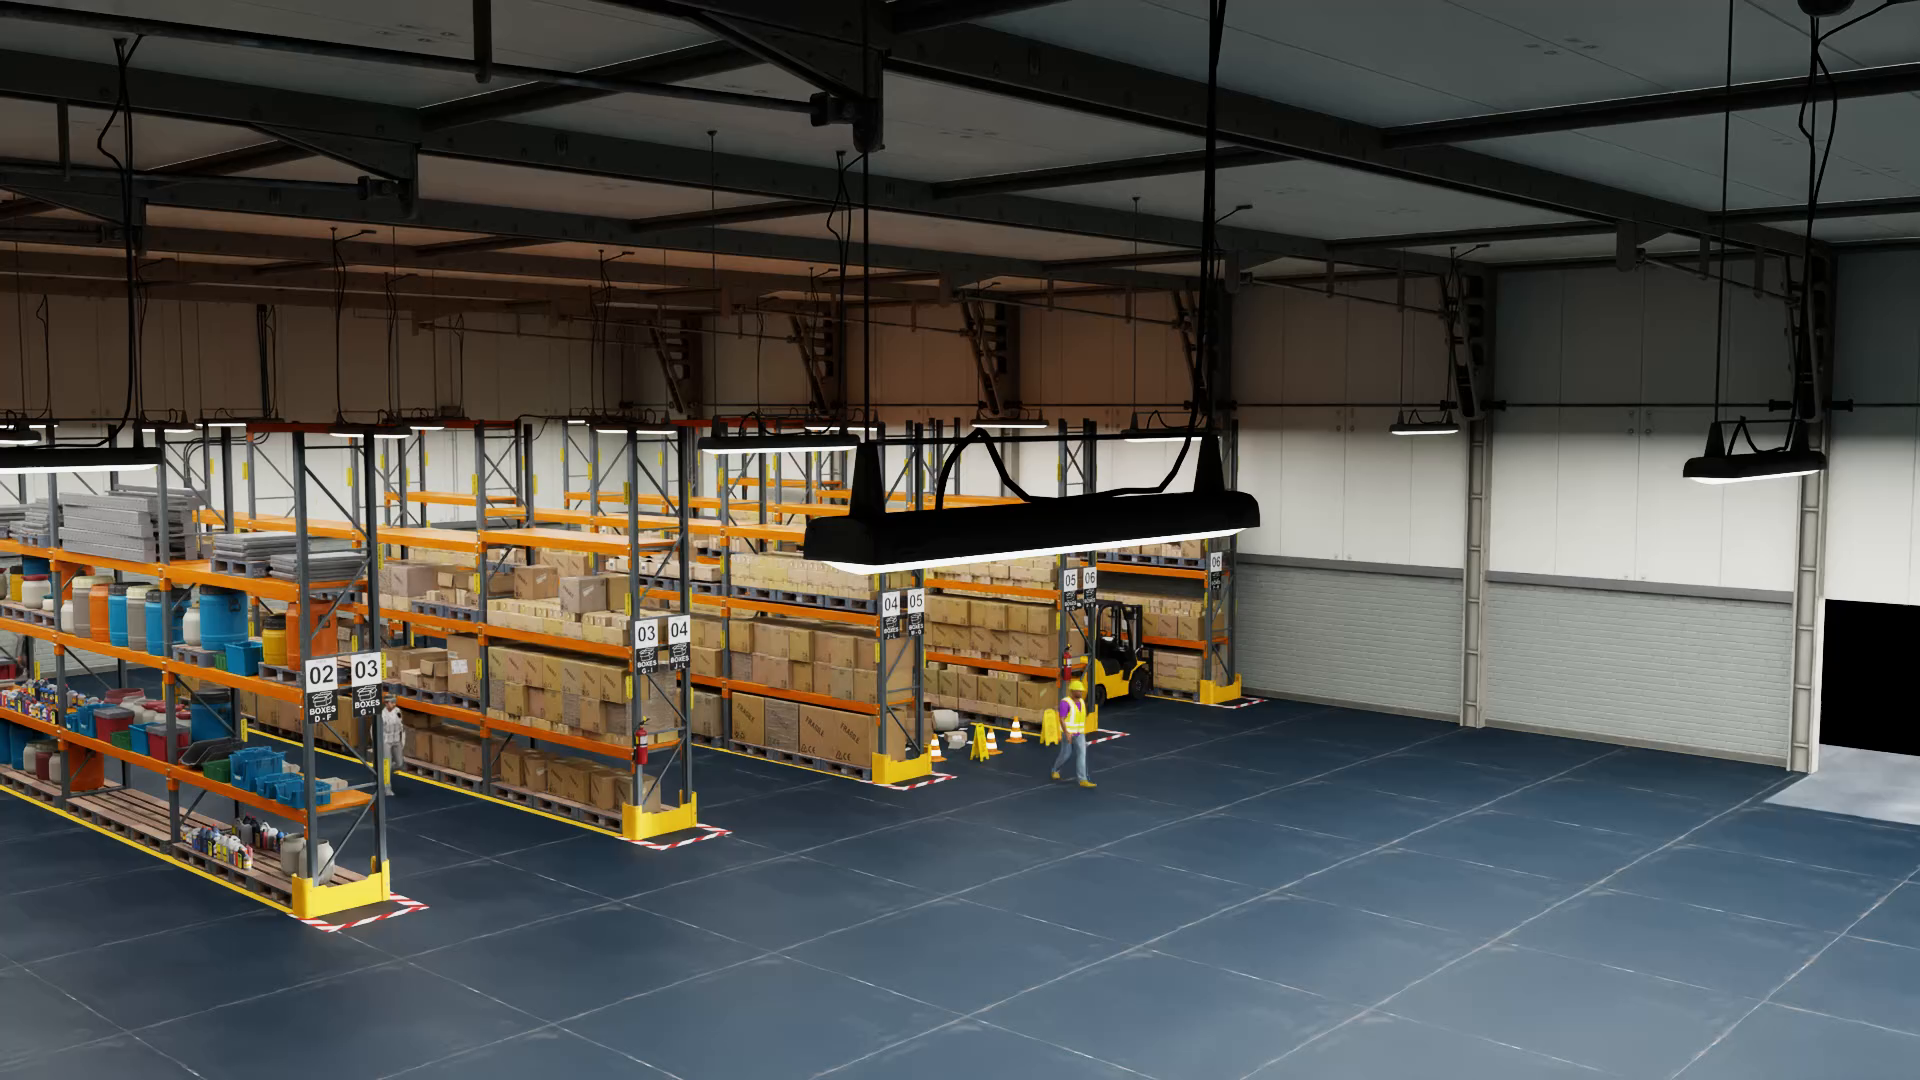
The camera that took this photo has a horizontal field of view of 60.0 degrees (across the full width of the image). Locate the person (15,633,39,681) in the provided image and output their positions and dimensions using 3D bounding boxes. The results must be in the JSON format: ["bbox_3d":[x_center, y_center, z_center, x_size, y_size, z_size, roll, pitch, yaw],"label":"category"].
[{"bbox_3d":[-20.566,2.563,36.487,1.061,1.587,0.537,-2,5,-21],"label":"person"}]

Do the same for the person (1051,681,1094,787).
[{"bbox_3d":[1.903,3.212,27.656,0.652,1.733,0.952,-4,6,-42],"label":"person"}]

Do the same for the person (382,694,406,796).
[{"bbox_3d":[-9.331,3.303,27.093,0.529,1.660,0.583,4,6,38],"label":"person"}]
